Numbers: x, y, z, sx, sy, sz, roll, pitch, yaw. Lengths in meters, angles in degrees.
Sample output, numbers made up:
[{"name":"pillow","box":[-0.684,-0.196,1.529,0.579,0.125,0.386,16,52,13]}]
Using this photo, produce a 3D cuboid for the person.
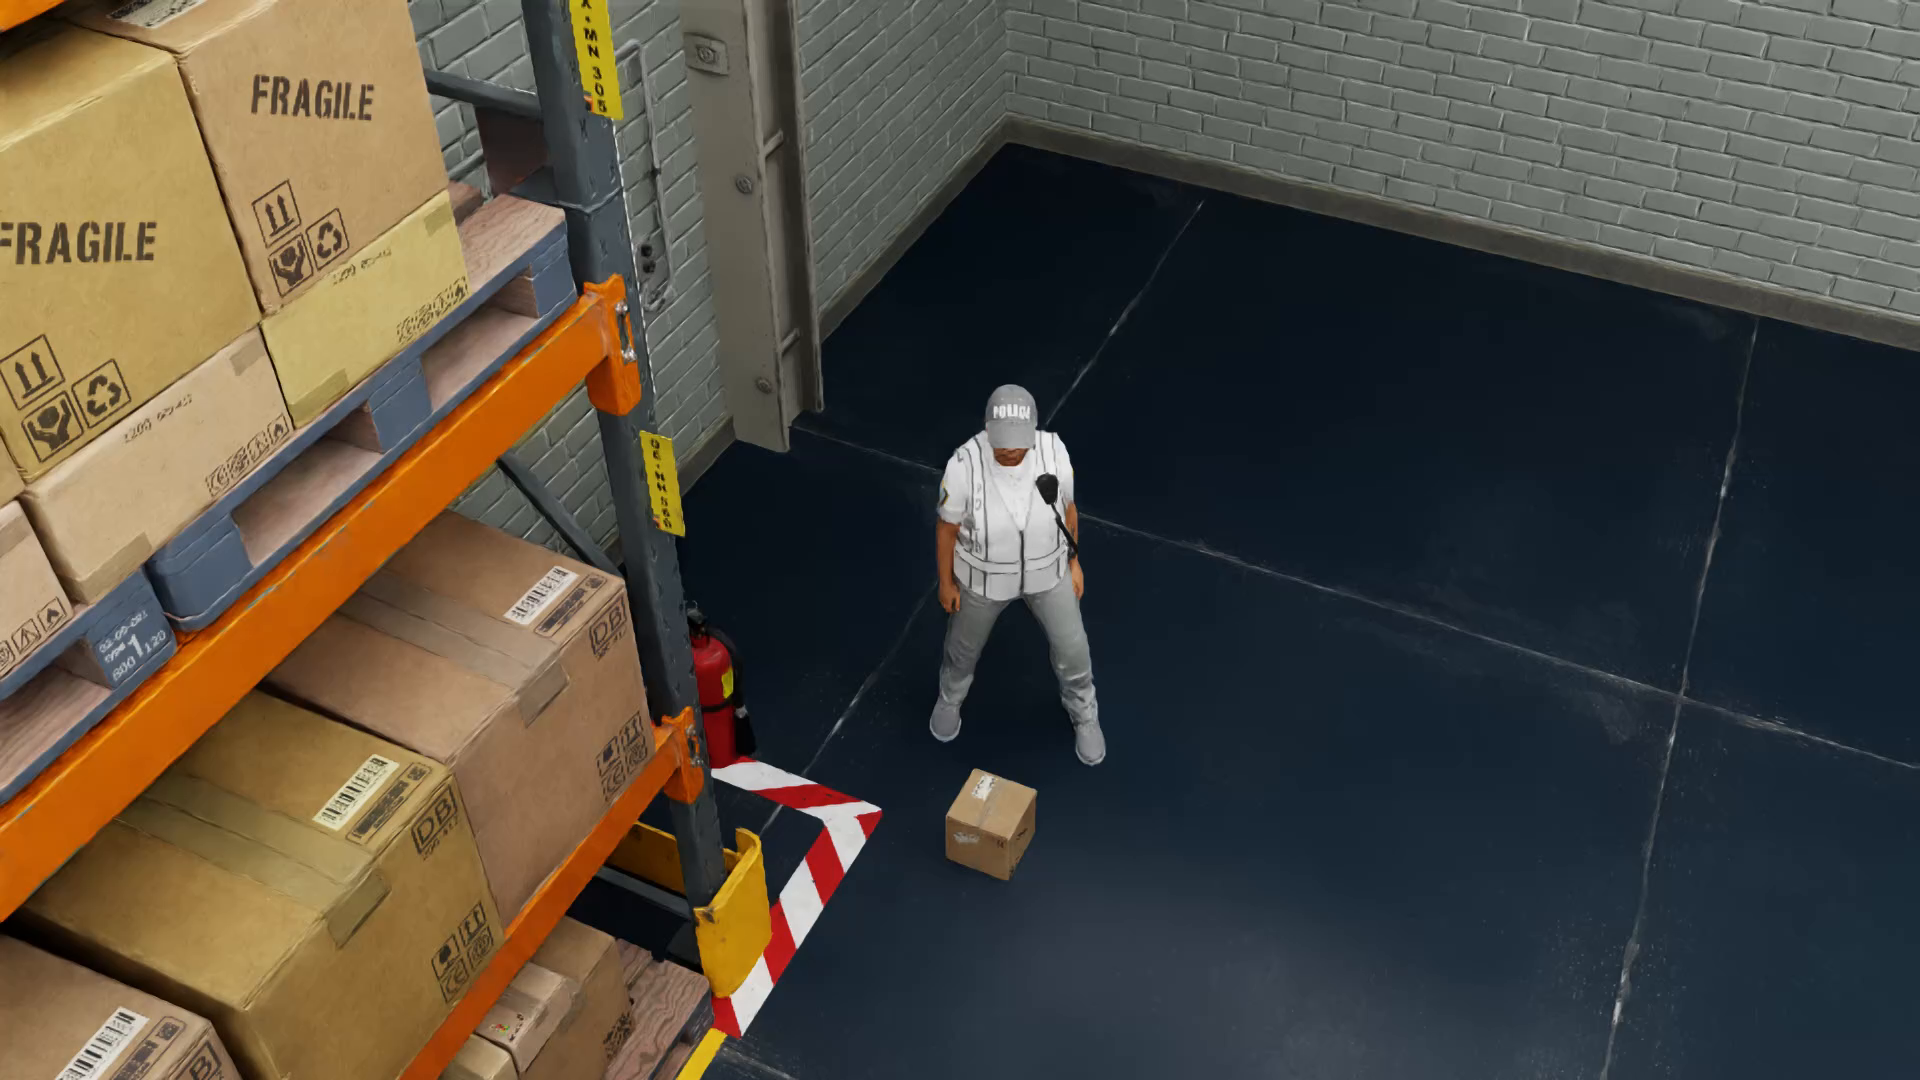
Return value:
[{"name":"person","box":[0.212,0.125,6.000,0.651,1.657,0.529,-9,43,-10]}]
